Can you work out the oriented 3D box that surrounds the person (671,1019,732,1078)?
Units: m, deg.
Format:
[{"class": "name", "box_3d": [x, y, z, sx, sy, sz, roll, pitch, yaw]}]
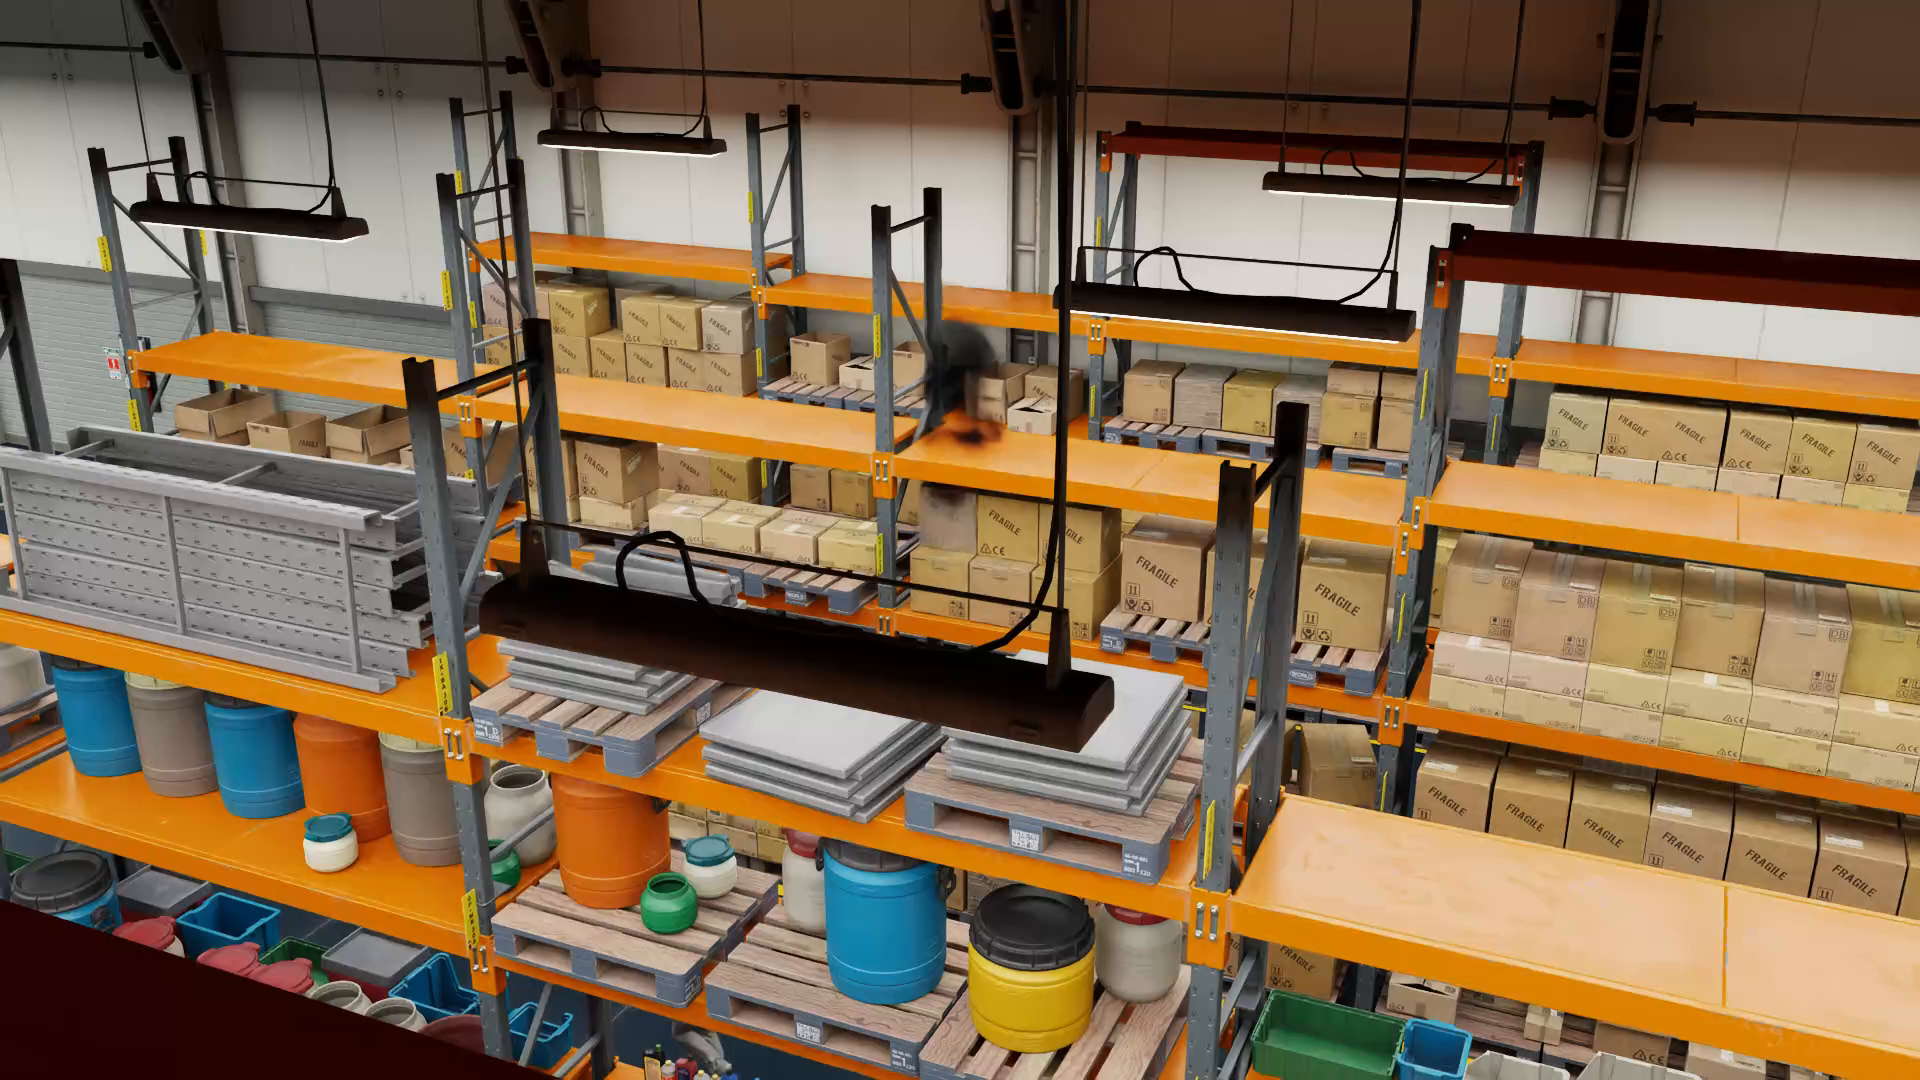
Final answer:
[{"class": "person", "box_3d": [-1.832, 3.213, 11.801, 0.524, 1.658, 0.612, 11, 23, 27]}]
